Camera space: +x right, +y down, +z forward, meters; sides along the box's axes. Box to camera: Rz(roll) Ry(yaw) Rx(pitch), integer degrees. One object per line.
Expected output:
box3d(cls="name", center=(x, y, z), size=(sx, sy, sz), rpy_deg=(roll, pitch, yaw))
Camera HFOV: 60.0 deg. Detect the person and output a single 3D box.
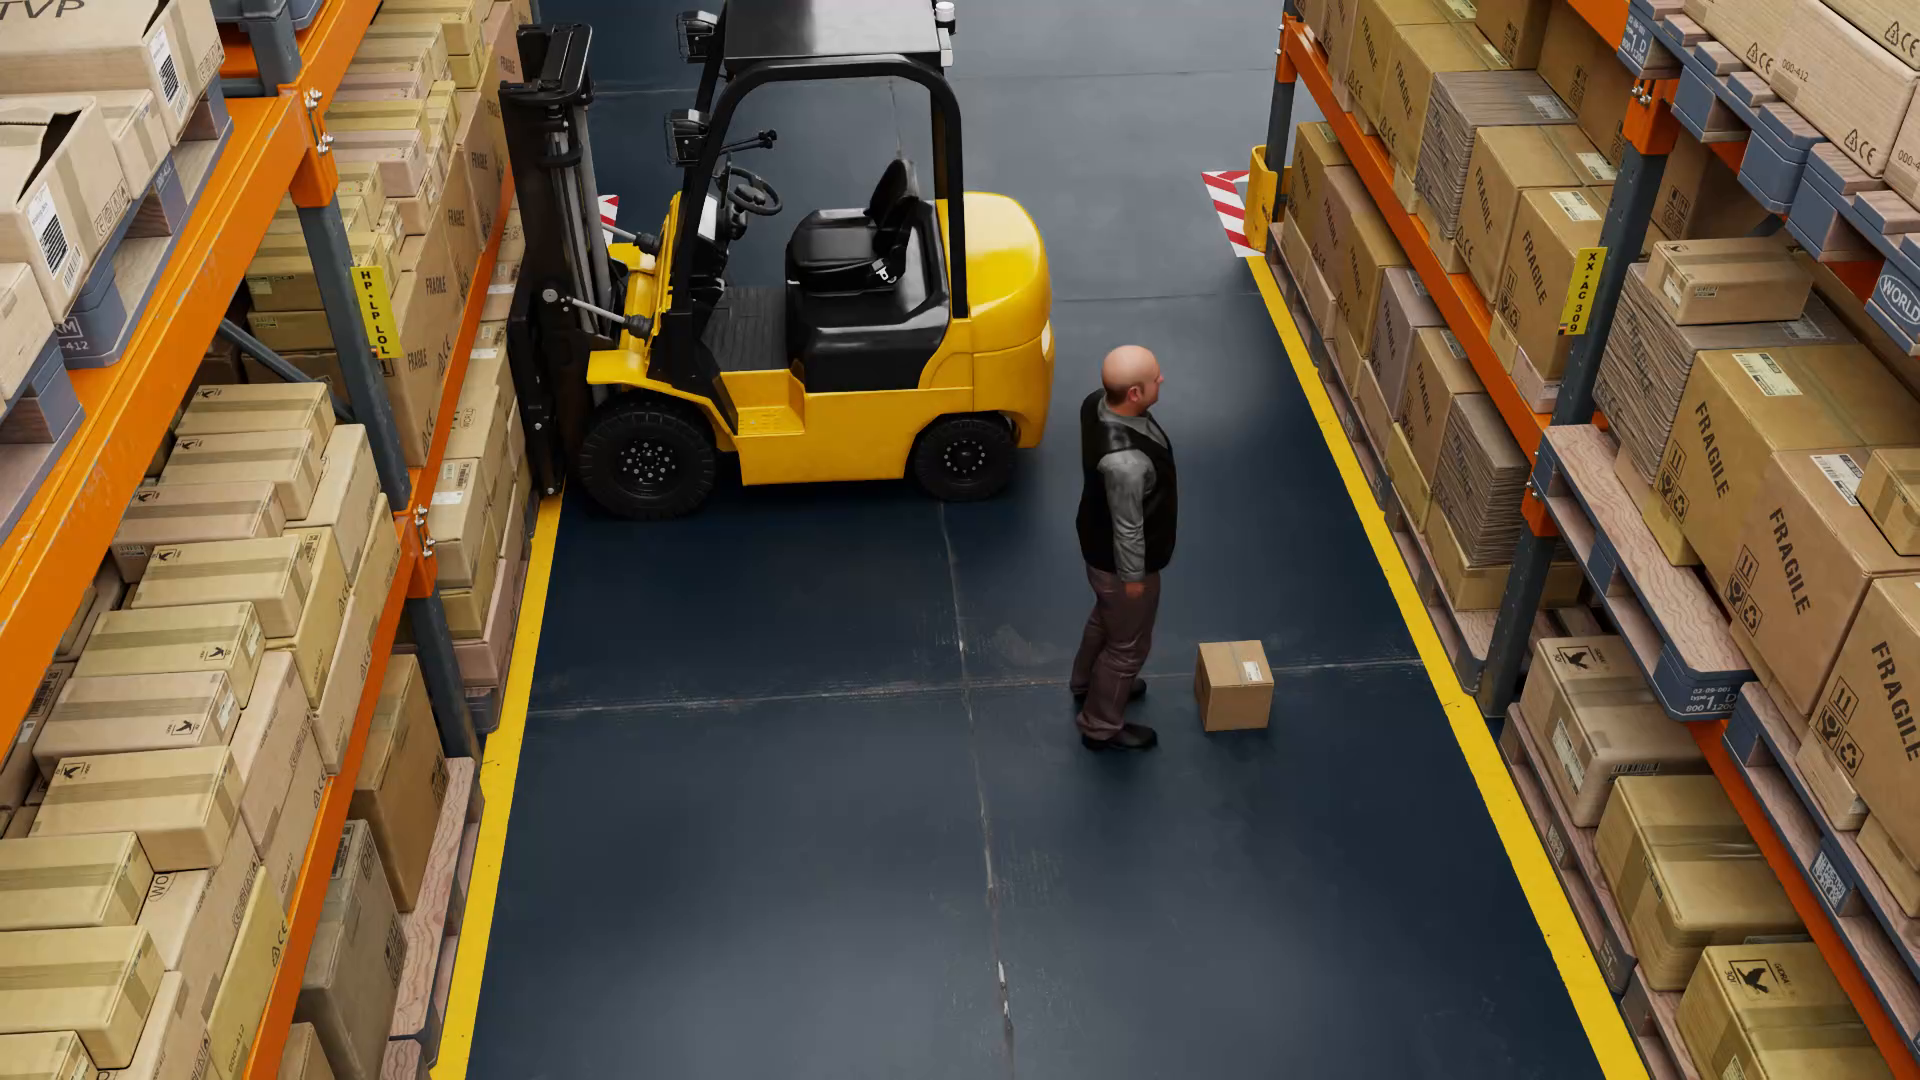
box3d(cls="person", center=(0.607, 0.028, 6.151), size=(0.358, 1.725, 0.531), rpy_deg=(-2, 39, -3))
